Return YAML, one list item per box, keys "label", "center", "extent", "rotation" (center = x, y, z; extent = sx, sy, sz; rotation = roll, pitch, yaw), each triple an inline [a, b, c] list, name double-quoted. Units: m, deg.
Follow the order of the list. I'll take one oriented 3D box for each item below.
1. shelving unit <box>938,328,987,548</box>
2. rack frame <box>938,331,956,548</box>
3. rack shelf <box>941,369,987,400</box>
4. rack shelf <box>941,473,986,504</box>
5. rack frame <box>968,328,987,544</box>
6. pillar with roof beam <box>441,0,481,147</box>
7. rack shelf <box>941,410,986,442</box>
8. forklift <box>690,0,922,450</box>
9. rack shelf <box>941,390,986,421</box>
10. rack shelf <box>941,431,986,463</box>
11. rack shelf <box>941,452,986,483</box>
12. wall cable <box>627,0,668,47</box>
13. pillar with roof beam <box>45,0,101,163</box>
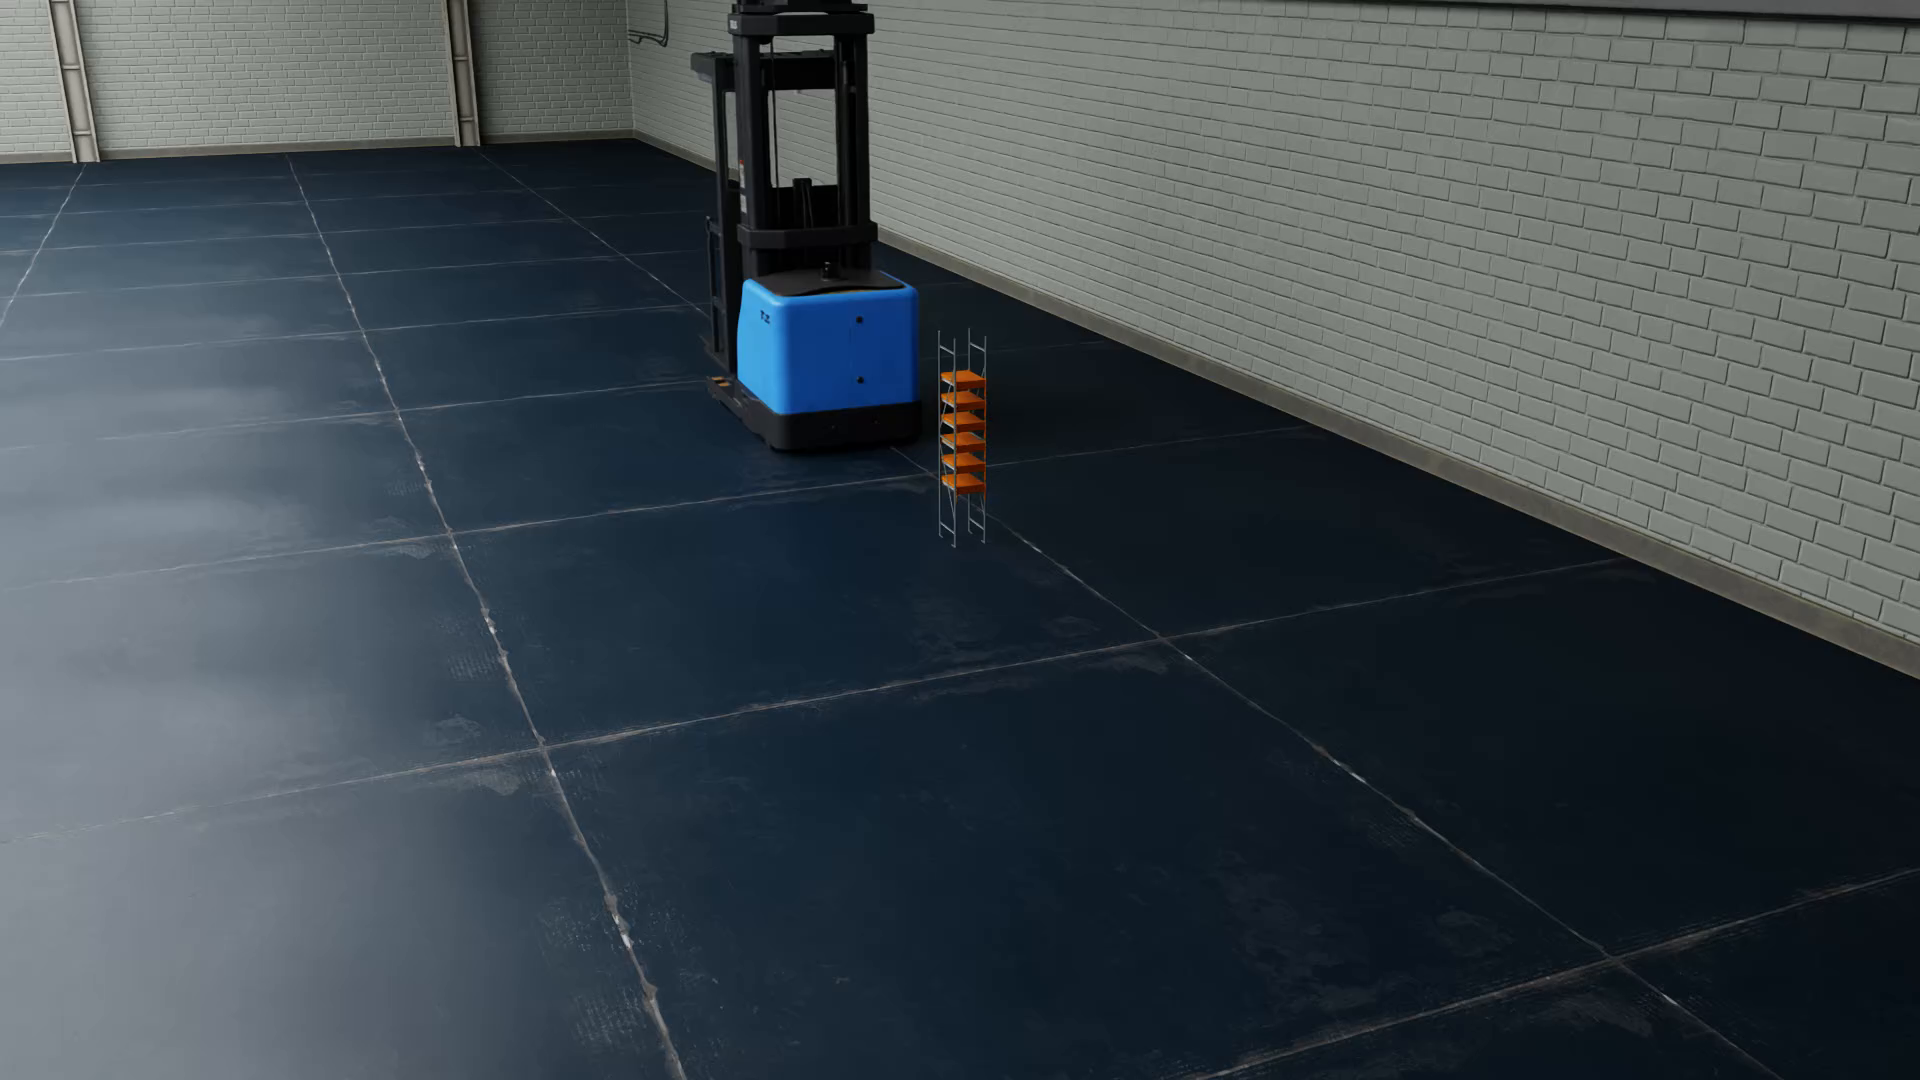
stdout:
- label: "shelving unit"
  center: [0.013, -0.568, 9.328]
  extent: [0.189, 1.200, 0.258]
  rotation: [-8, 21, -22]
- label: "rack frame"
  center: [-0.071, -0.556, 9.294]
  extent: [0.006, 1.200, 0.240]
  rotation: [-8, 21, -22]
- label: "rack shelf"
  center: [0.013, -0.866, 9.223]
  extent: [0.180, 0.103, 0.258]
  rotation: [-8, 21, -22]
- label: "rack shelf"
  center: [0.013, -0.300, 9.423]
  extent: [0.180, 0.103, 0.258]
  rotation: [-8, 21, -22]
- label: "rack frame"
  center: [0.097, -0.580, 9.362]
  extent: [0.006, 1.200, 0.240]
  rotation: [-8, 21, -22]
- label: "pillar with roof beam"
  center: [-6.938, -9.863, 23.985]
  extent: [0.400, 9.000, 9.100]
  rotation: [-8, 21, -22]
- label: "rack shelf"
  center: [0.013, -0.639, 9.303]
  extent: [0.180, 0.103, 0.258]
  rotation: [-8, 21, -22]
- label: "forklift"
  center: [-1.266, -2.432, 12.017]
  extent: [1.130, 2.935, 3.031]
  rotation: [-7, 21, -20]
- label: "rack shelf"
  center: [0.013, -0.752, 9.263]
  extent: [0.180, 0.103, 0.258]
  rotation: [-8, 21, -22]
- label: "rack shelf"
  center: [0.013, -0.526, 9.343]
  extent: [0.180, 0.103, 0.258]
  rotation: [-8, 21, -22]
- label: "rack shelf"
  center: [0.013, -0.413, 9.383]
  extent: [0.180, 0.103, 0.258]
  rotation: [-8, 21, -22]
- label: "wall cable"
  center: [-5.414, -9.696, 28.185]
  extent: [0.112, 2.526, 3.097]
  rotation: [-8, 21, -22]
- label: "pillar with roof beam"
  center: [-12.447, -9.074, 21.744]
  extent: [0.400, 9.000, 9.100]
  rotation: [-8, 21, -22]
